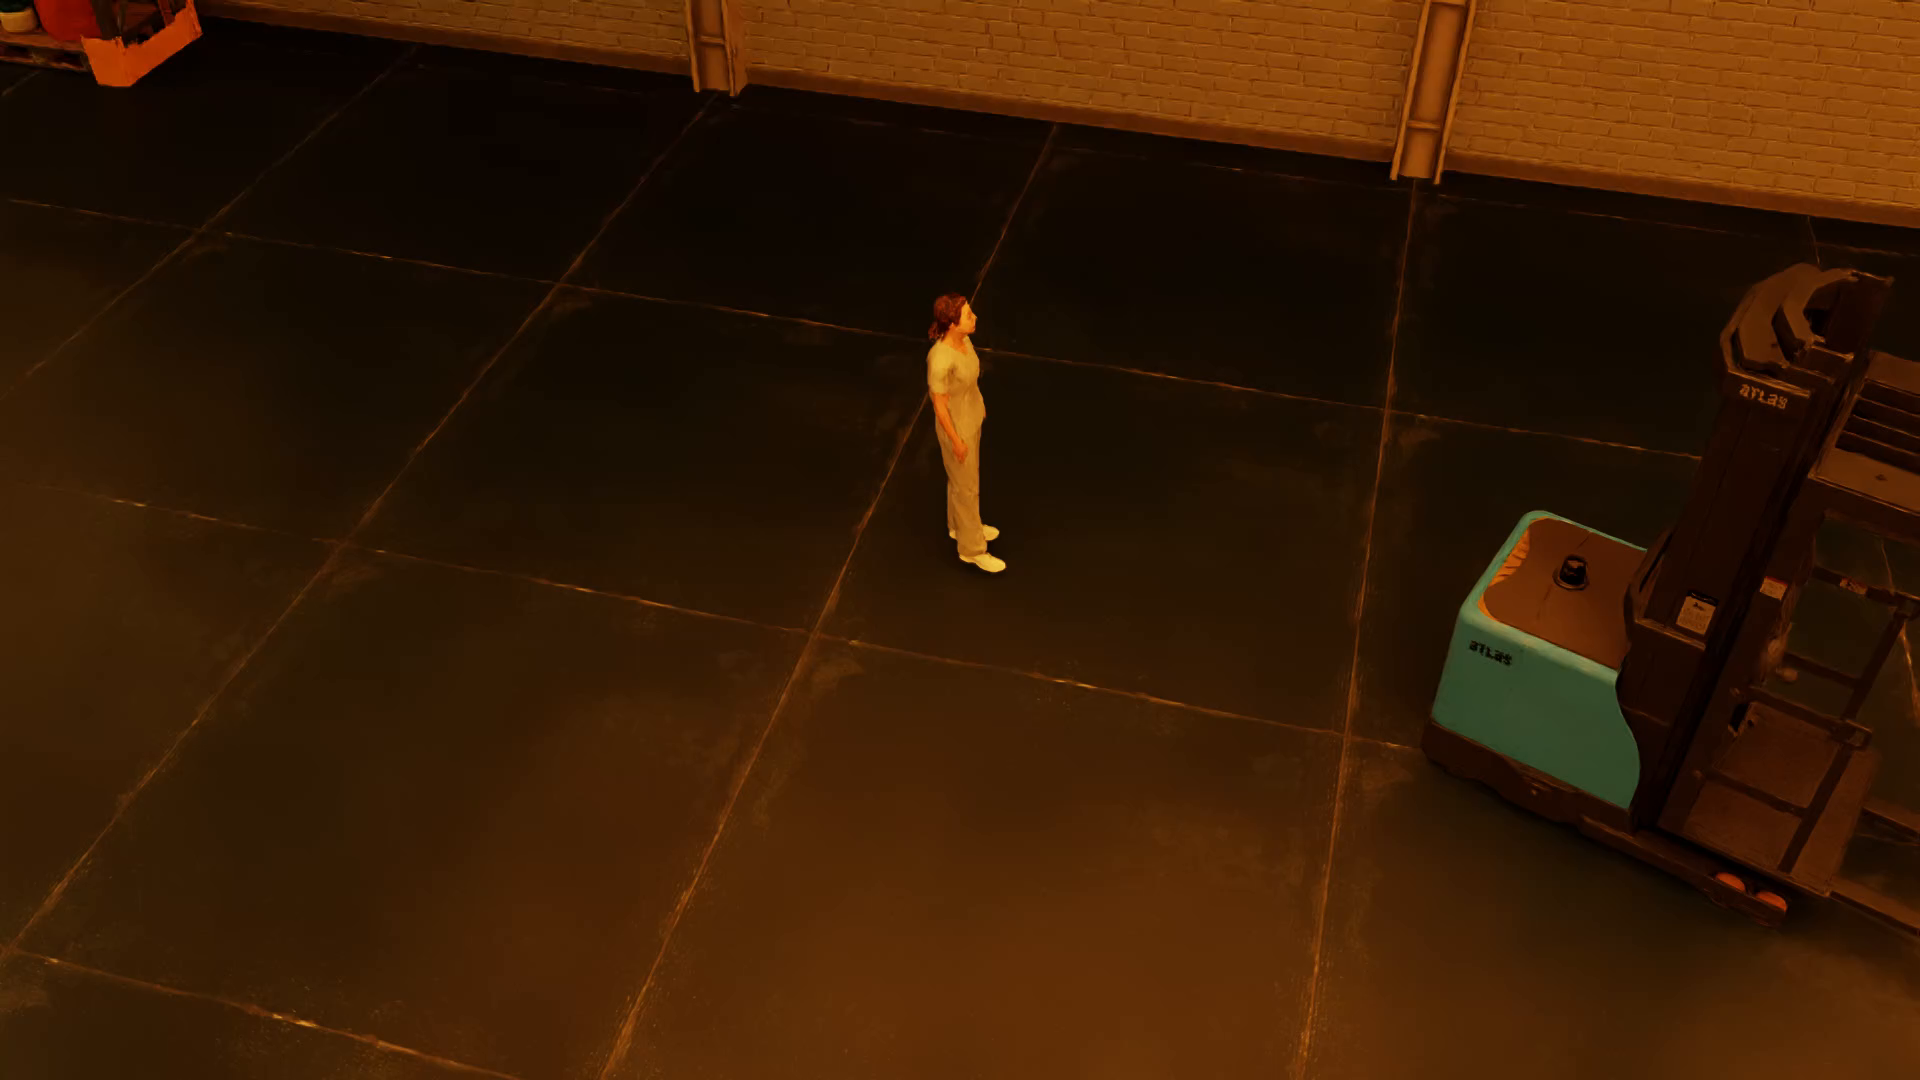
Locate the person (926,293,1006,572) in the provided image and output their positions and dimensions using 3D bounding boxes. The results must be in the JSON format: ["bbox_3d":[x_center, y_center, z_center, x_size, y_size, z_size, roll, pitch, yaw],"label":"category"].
[{"bbox_3d":[0.067,-0.638,9.483,0.549,1.657,0.550,10,42,11],"label":"person"}]

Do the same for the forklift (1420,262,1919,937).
[{"bbox_3d":[3.920,0.344,7.470,3.031,2.935,1.130,25,47,26],"label":"forklift"}]
